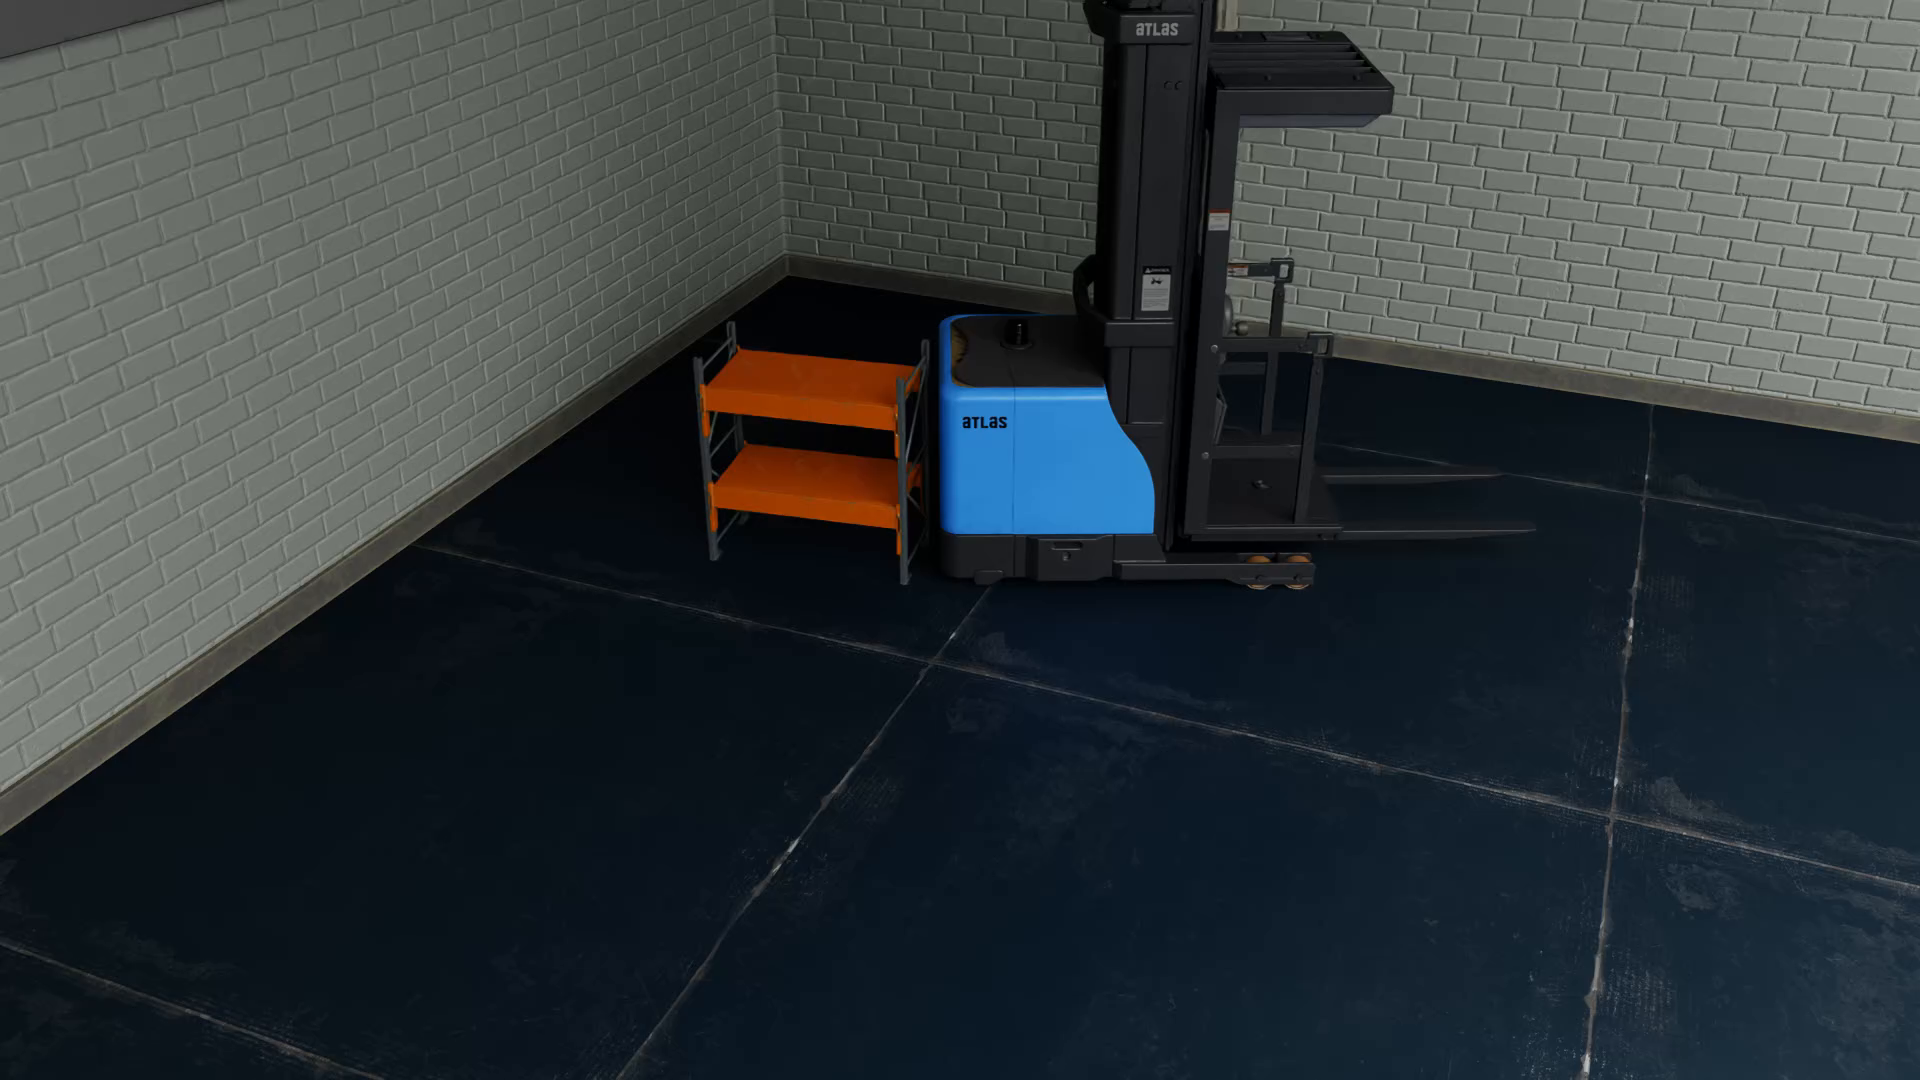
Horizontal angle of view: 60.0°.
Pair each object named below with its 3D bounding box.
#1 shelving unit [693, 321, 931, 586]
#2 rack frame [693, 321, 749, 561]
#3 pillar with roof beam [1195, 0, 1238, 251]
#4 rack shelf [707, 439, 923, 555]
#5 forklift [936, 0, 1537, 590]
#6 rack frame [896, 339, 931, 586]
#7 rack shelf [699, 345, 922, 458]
[{"bbox_3d":[-0.719,-0.441,8.388,1.048,1.125,0.538,7,30,12],"label":"shelving unit"},{"bbox_3d":[-1.213,-0.501,8.493,0.032,1.125,0.500,7,30,12],"label":"rack frame"},{"bbox_3d":[-0.174,-3.290,5.426,0.400,9.000,9.100,11,31,19],"label":"pillar with roof beam"},{"bbox_3d":[-0.719,-0.228,8.508,1.000,0.278,0.538,7,30,12],"label":"rack shelf"},{"bbox_3d":[1.397,-1.290,8.054,3.031,2.935,1.130,0,29,-1],"label":"forklift"},{"bbox_3d":[-0.226,-0.382,8.282,0.032,1.125,0.500,7,30,12],"label":"rack frame"},{"bbox_3d":[-0.719,-0.696,8.244,1.000,0.278,0.538,7,30,12],"label":"rack shelf"}]
